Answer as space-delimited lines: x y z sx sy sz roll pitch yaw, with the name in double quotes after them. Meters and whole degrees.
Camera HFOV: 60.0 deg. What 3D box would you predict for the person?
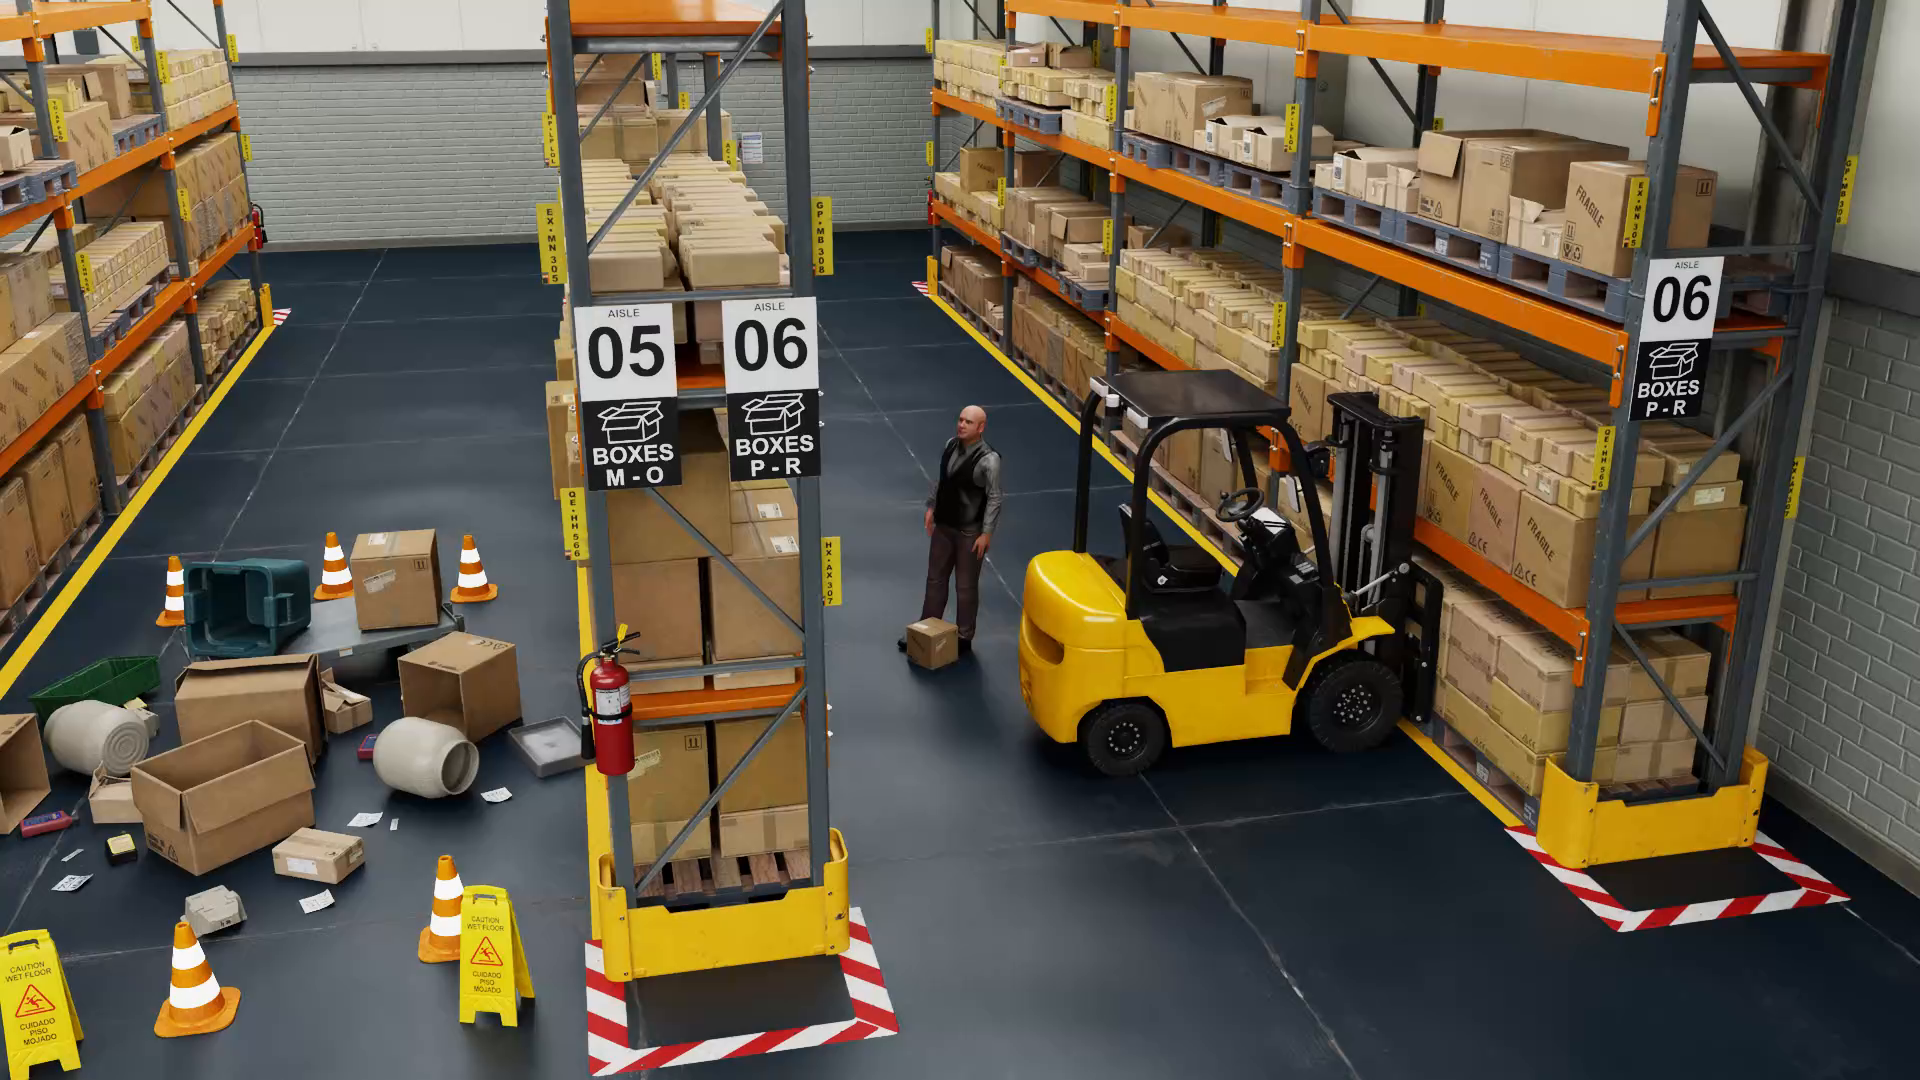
-0.041 -0.057 11.241 0.564 1.724 0.634 -17 26 -39 "person"
